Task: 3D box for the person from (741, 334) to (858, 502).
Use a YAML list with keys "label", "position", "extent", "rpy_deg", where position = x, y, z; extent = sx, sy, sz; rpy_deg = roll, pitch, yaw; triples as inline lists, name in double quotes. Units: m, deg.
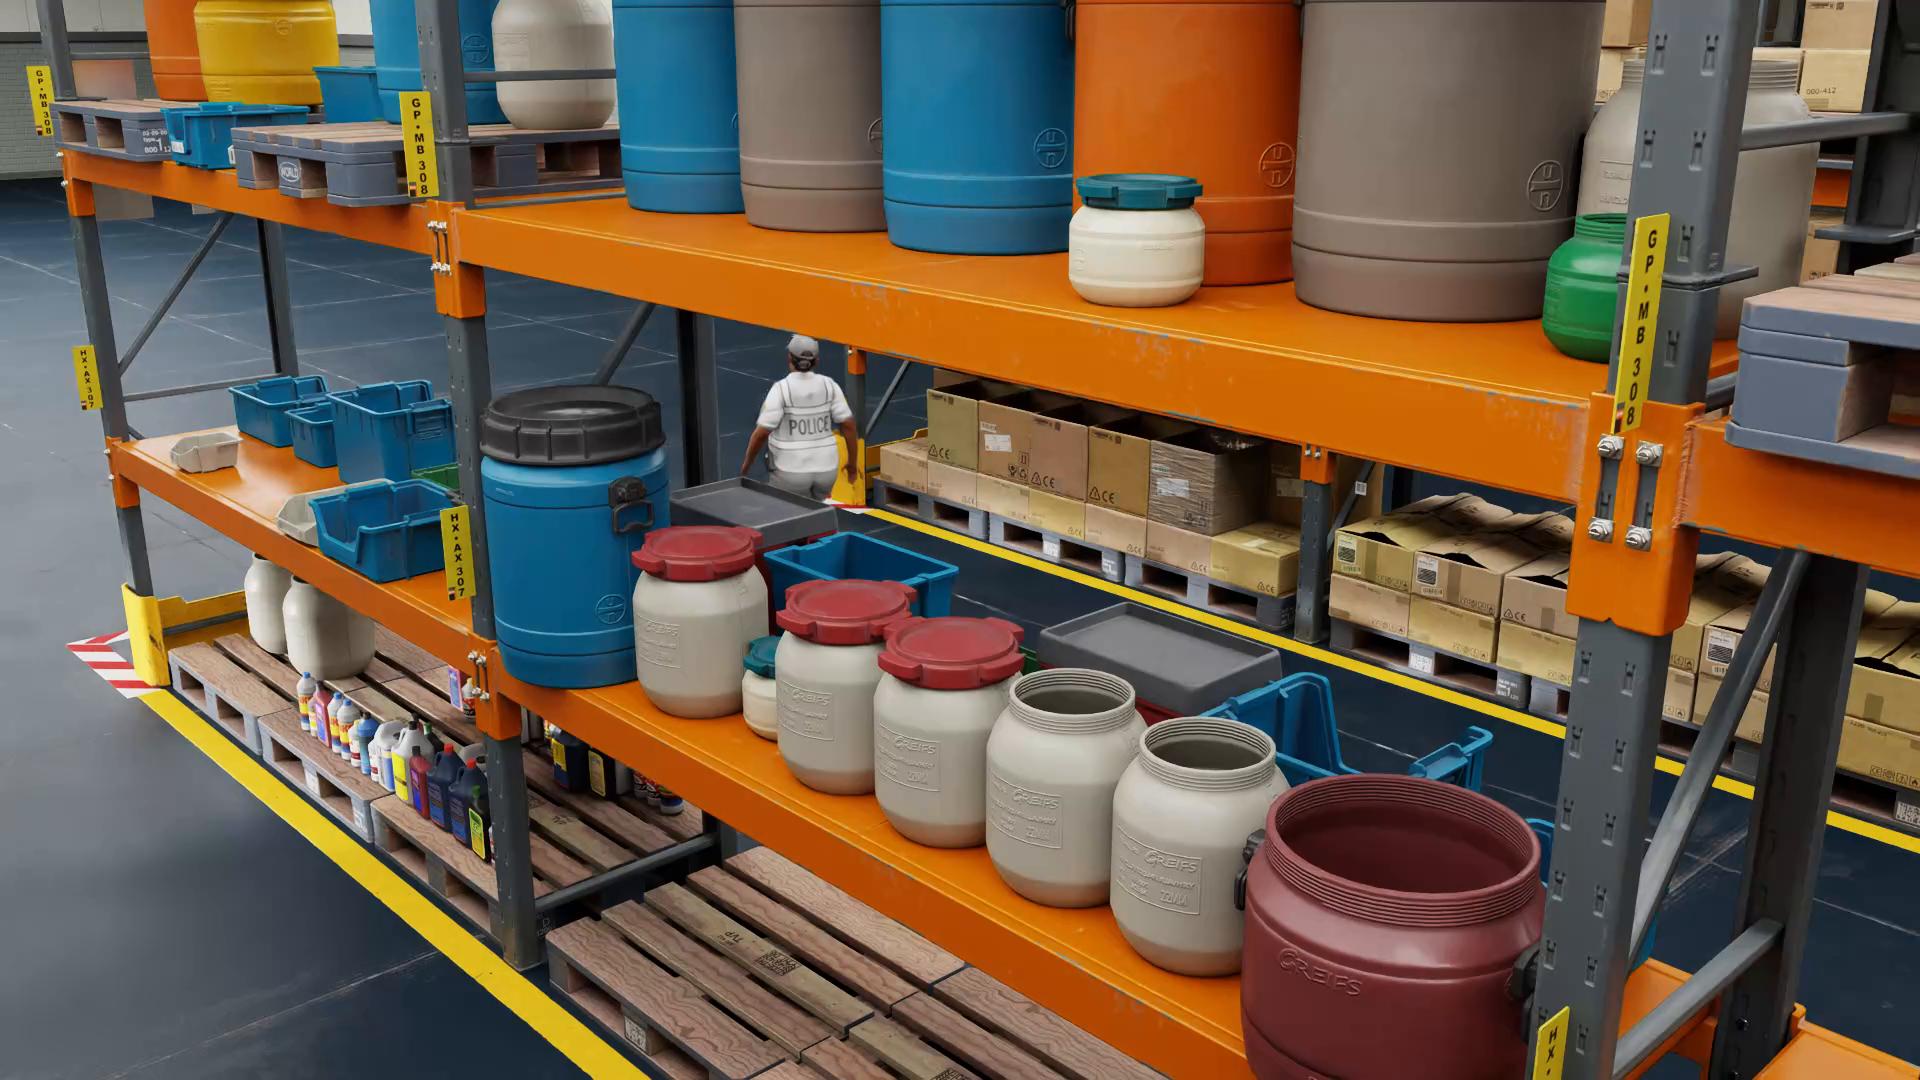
- label: "person"
  position: [-0.980, -0.392, 9.928]
  extent: [0.655, 1.726, 0.563]
  rpy_deg: [-13, 22, -36]
